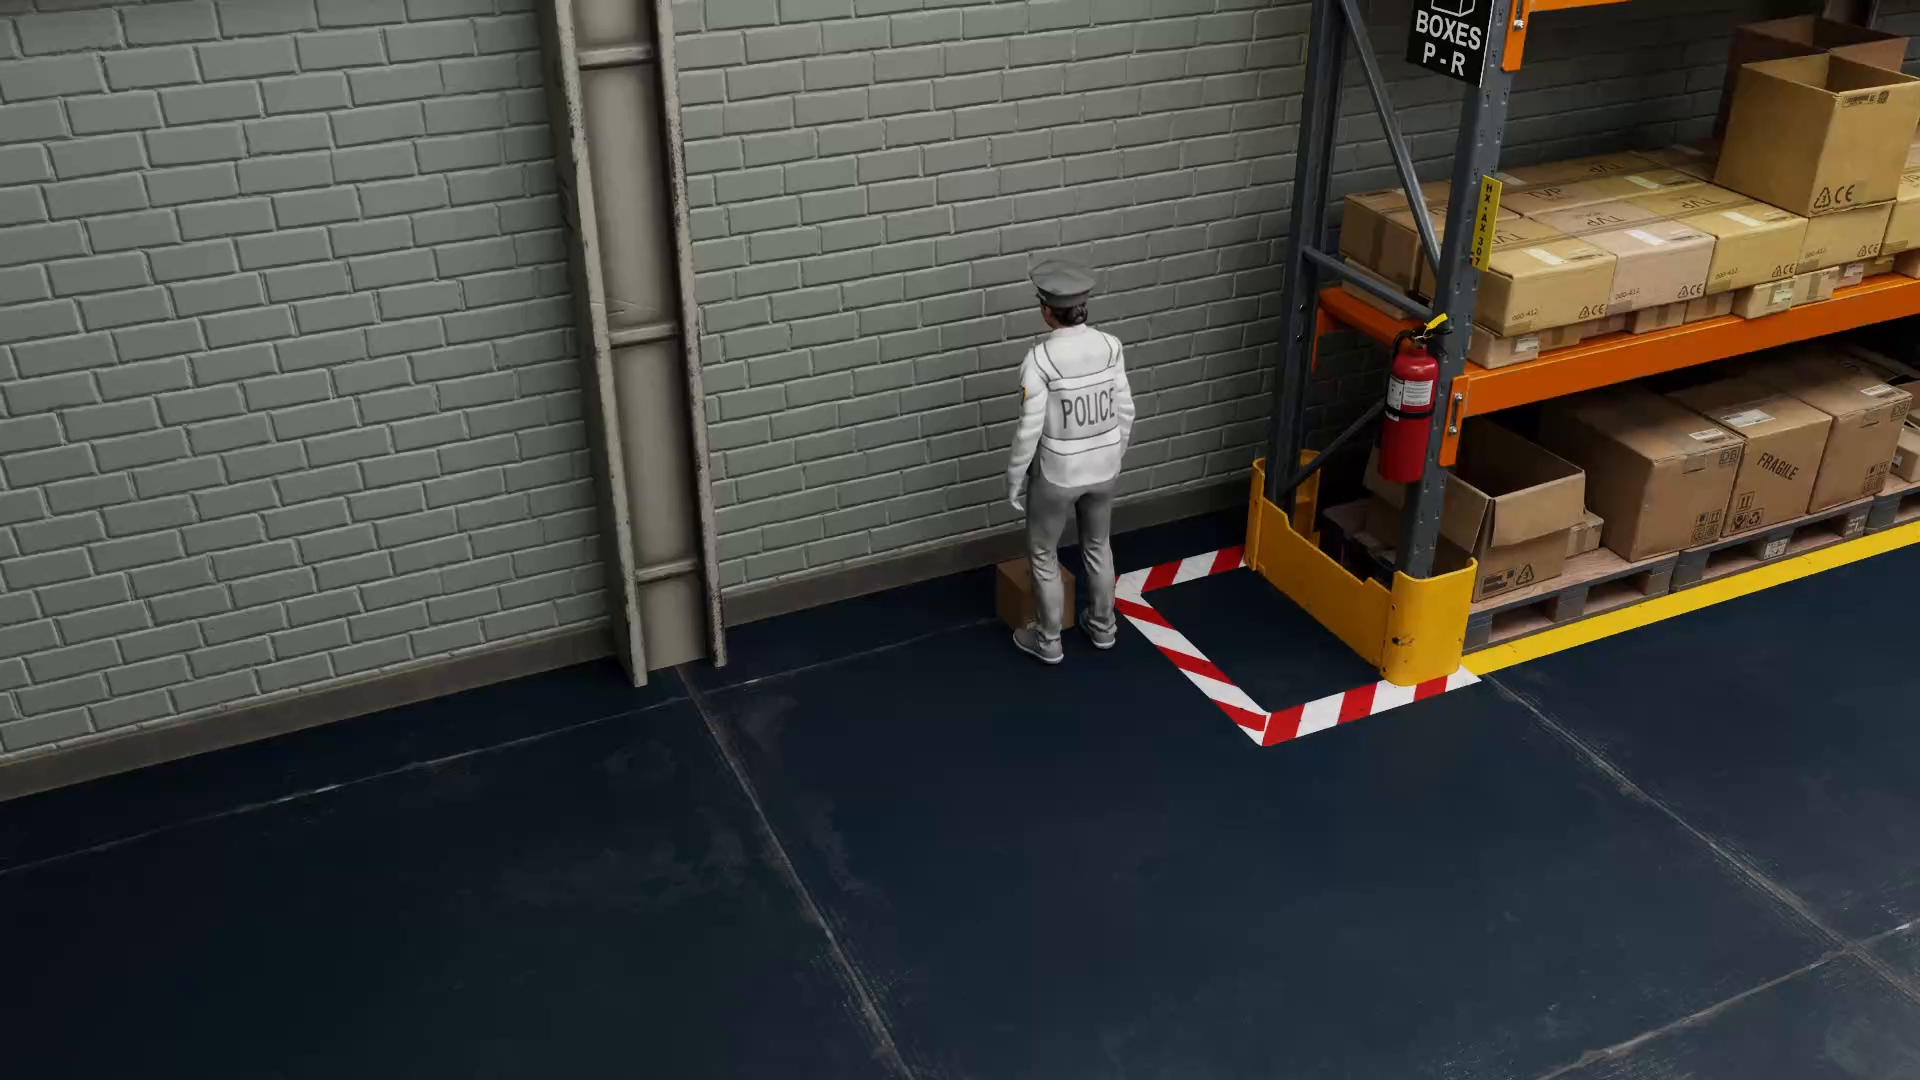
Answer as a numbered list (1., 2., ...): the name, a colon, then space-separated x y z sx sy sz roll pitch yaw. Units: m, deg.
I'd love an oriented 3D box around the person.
1. person: 0.430 -0.272 6.603 0.538 1.663 0.378 -14 32 -23
